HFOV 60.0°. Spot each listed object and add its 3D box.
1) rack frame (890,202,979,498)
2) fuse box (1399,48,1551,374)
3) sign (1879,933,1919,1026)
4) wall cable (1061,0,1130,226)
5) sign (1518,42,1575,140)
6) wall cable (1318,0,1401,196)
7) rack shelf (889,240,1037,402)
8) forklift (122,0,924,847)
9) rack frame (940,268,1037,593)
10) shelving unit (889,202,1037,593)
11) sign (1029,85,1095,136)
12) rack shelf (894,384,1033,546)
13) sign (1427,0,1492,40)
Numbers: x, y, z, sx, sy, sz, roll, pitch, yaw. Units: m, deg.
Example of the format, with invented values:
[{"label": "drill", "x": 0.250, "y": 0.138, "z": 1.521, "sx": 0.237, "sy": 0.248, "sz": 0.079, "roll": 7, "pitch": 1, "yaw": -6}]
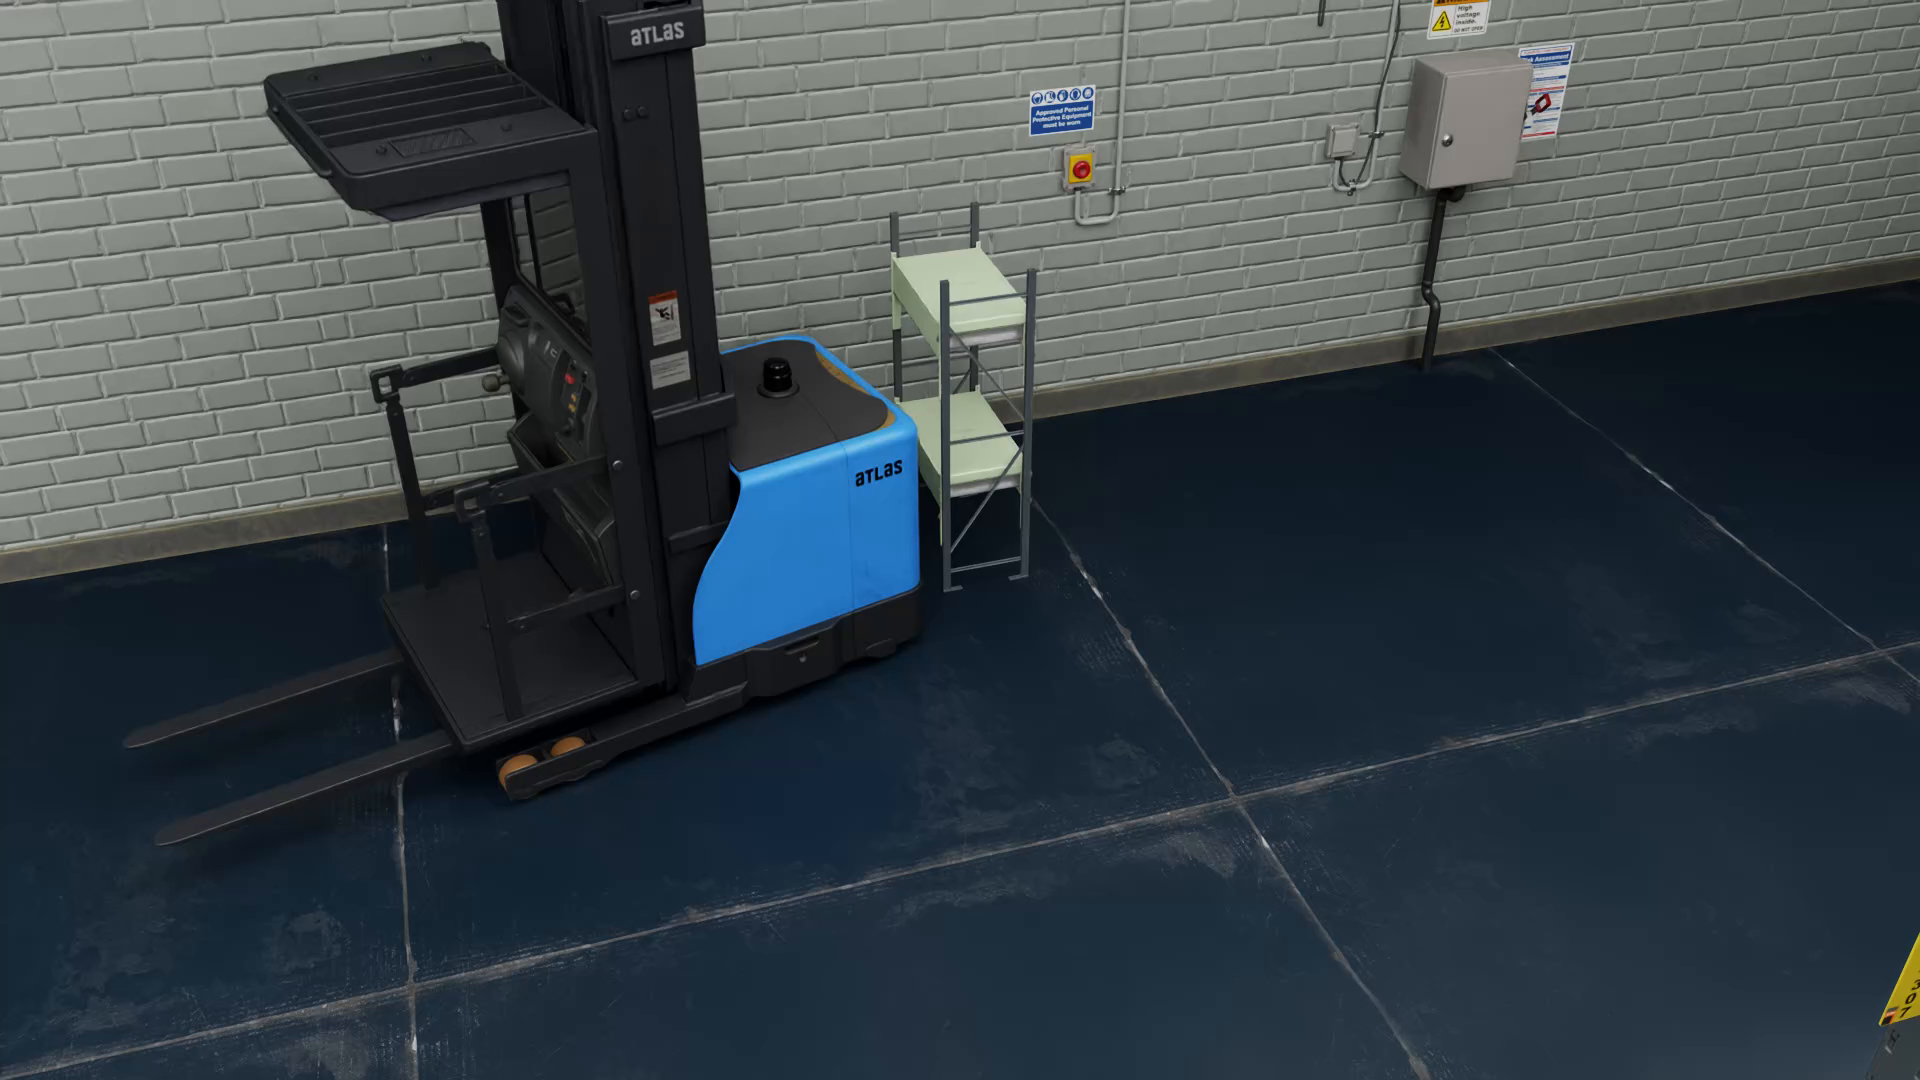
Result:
[{"label": "rack frame", "x": -0.110, "y": -0.814, "z": 7.622, "sx": 0.400, "sy": 1.500, "sz": 0.023, "roll": -10, "pitch": 35, "yaw": -15}, {"label": "fuse box", "x": 2.592, "y": -1.631, "z": 8.666, "sx": 0.539, "sy": 1.711, "sz": 0.414, "roll": -10, "pitch": 35, "yaw": -15}, {"label": "sign", "x": 1.759, "y": 0.761, "z": 3.020, "sx": 0.100, "sy": 0.325, "sz": 0.005, "roll": -10, "pitch": 35, "yaw": -15}, {"label": "wall cable", "x": 0.547, "y": -2.328, "z": 7.603, "sx": 0.585, "sy": 1.953, "sz": 0.123, "roll": -10, "pitch": 35, "yaw": -15}, {"label": "sign", "x": 3.000, "y": -2.320, "z": 8.627, "sx": 0.329, "sy": 0.494, "sz": 0.001, "roll": -10, "pitch": 35, "yaw": -15}, {"label": "wall cable", "x": 1.895, "y": -2.560, "z": 7.982, "sx": 0.588, "sy": 1.984, "sz": 0.122, "roll": -10, "pitch": 35, "yaw": -15}, {"label": "rack shelf", "x": 0.002, "y": -0.948, "z": 7.116, "sx": 0.431, "sy": 0.370, "sz": 0.720, "roll": -10, "pitch": 35, "yaw": -15}, {"label": "forklift", "x": -1.673, "y": -0.579, "z": 5.967, "sx": 3.031, "sy": 2.935, "sz": 1.130, "roll": -19, "pitch": 38, "yaw": -26}, {"label": "rack frame", "x": 0.114, "y": -0.430, "z": 7.040, "sx": 0.400, "sy": 1.500, "sz": 0.023, "roll": -10, "pitch": 35, "yaw": -15}, {"label": "shelving unit", "x": 0.002, "y": -0.622, "z": 7.331, "sx": 0.431, "sy": 1.500, "sz": 0.755, "roll": -10, "pitch": 35, "yaw": -15}, {"label": "sign", "x": 0.483, "y": -2.028, "z": 7.854, "sx": 0.327, "sy": 0.218, "sz": 0.001, "roll": -10, "pitch": 35, "yaw": -15}, {"label": "rack shelf", "x": 0.002, "y": -0.350, "z": 7.511, "sx": 0.431, "sy": 0.370, "sz": 0.720, "roll": -10, "pitch": 35, "yaw": -15}, {"label": "sign", "x": 2.477, "y": -2.612, "z": 8.233, "sx": 0.339, "sy": 0.242, "sz": 0.001, "roll": -10, "pitch": 35, "yaw": -15}]
